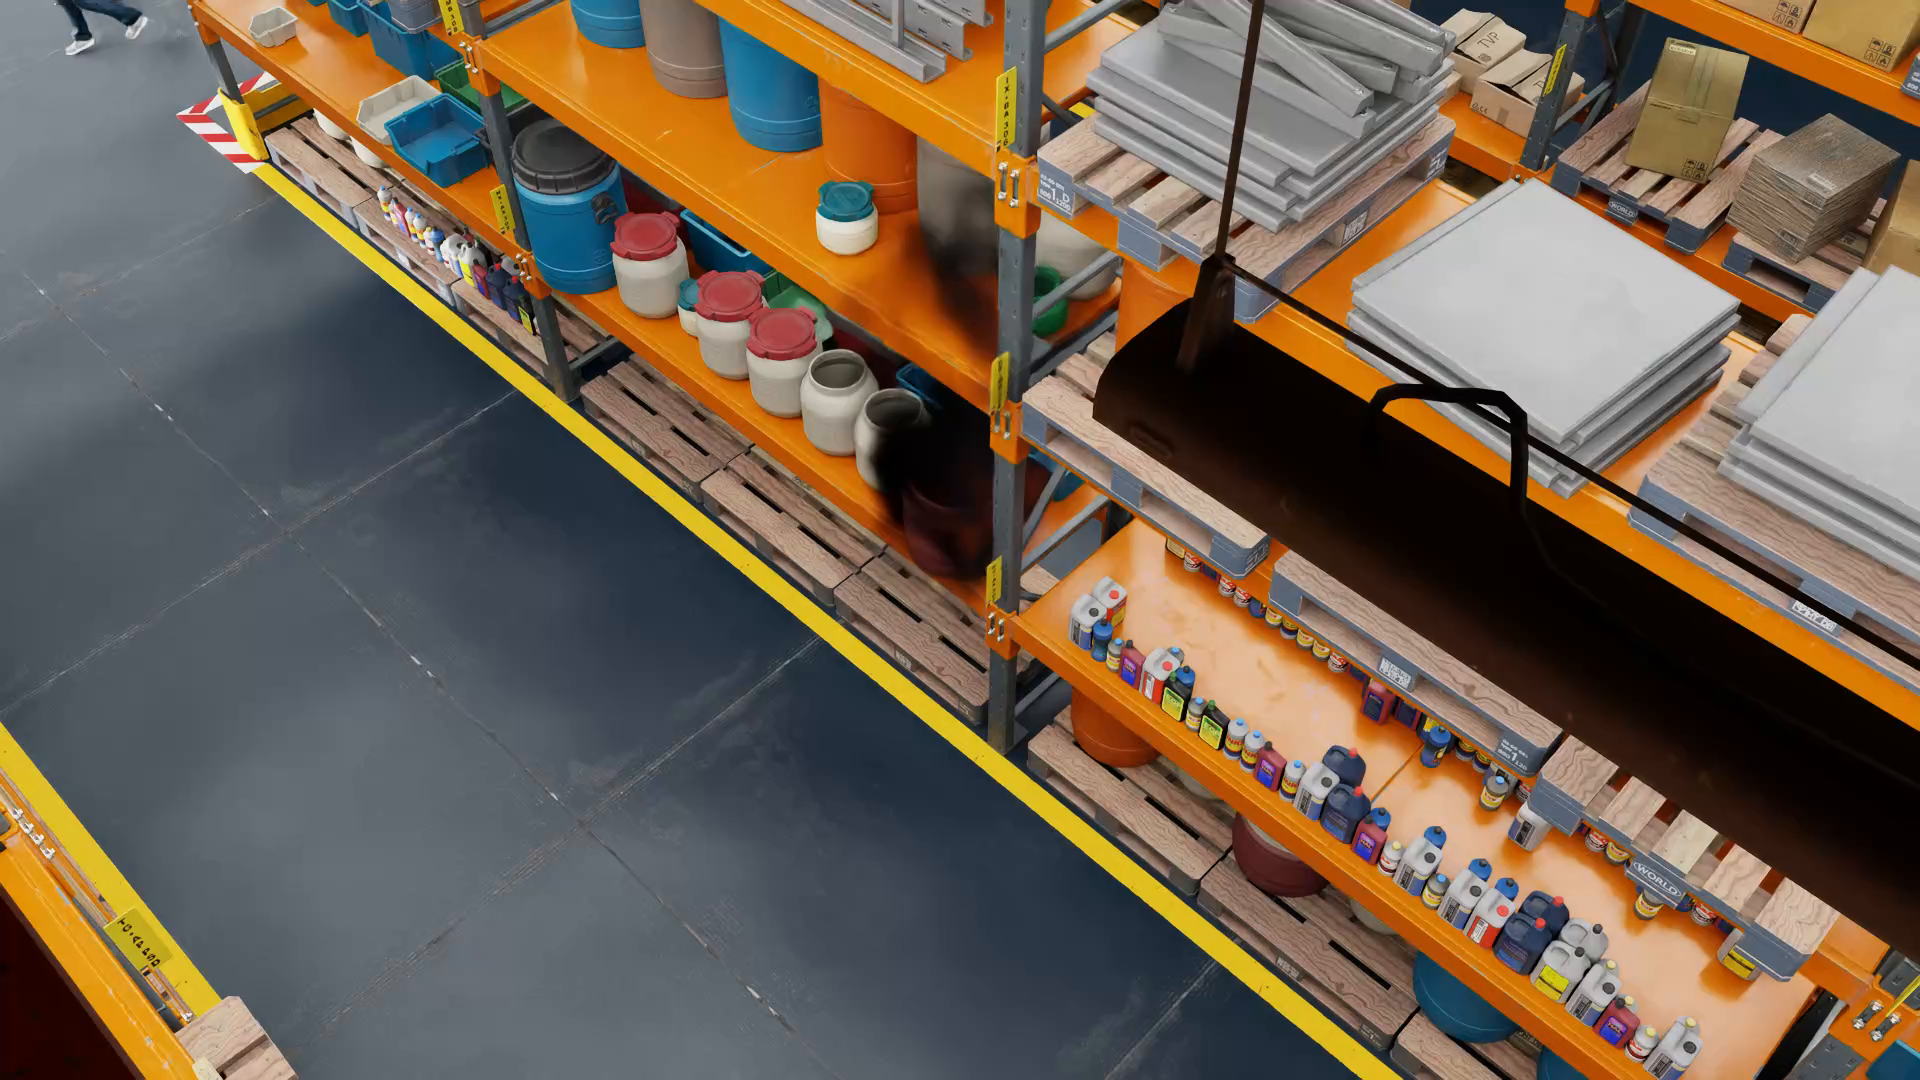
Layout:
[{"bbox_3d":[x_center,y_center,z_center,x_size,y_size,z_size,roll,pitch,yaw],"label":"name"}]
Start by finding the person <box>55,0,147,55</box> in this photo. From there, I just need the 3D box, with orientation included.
[{"bbox_3d":[-7.031,-4.500,13.265,0.759,1.405,0.345,-5,50,-4],"label":"person"}]
